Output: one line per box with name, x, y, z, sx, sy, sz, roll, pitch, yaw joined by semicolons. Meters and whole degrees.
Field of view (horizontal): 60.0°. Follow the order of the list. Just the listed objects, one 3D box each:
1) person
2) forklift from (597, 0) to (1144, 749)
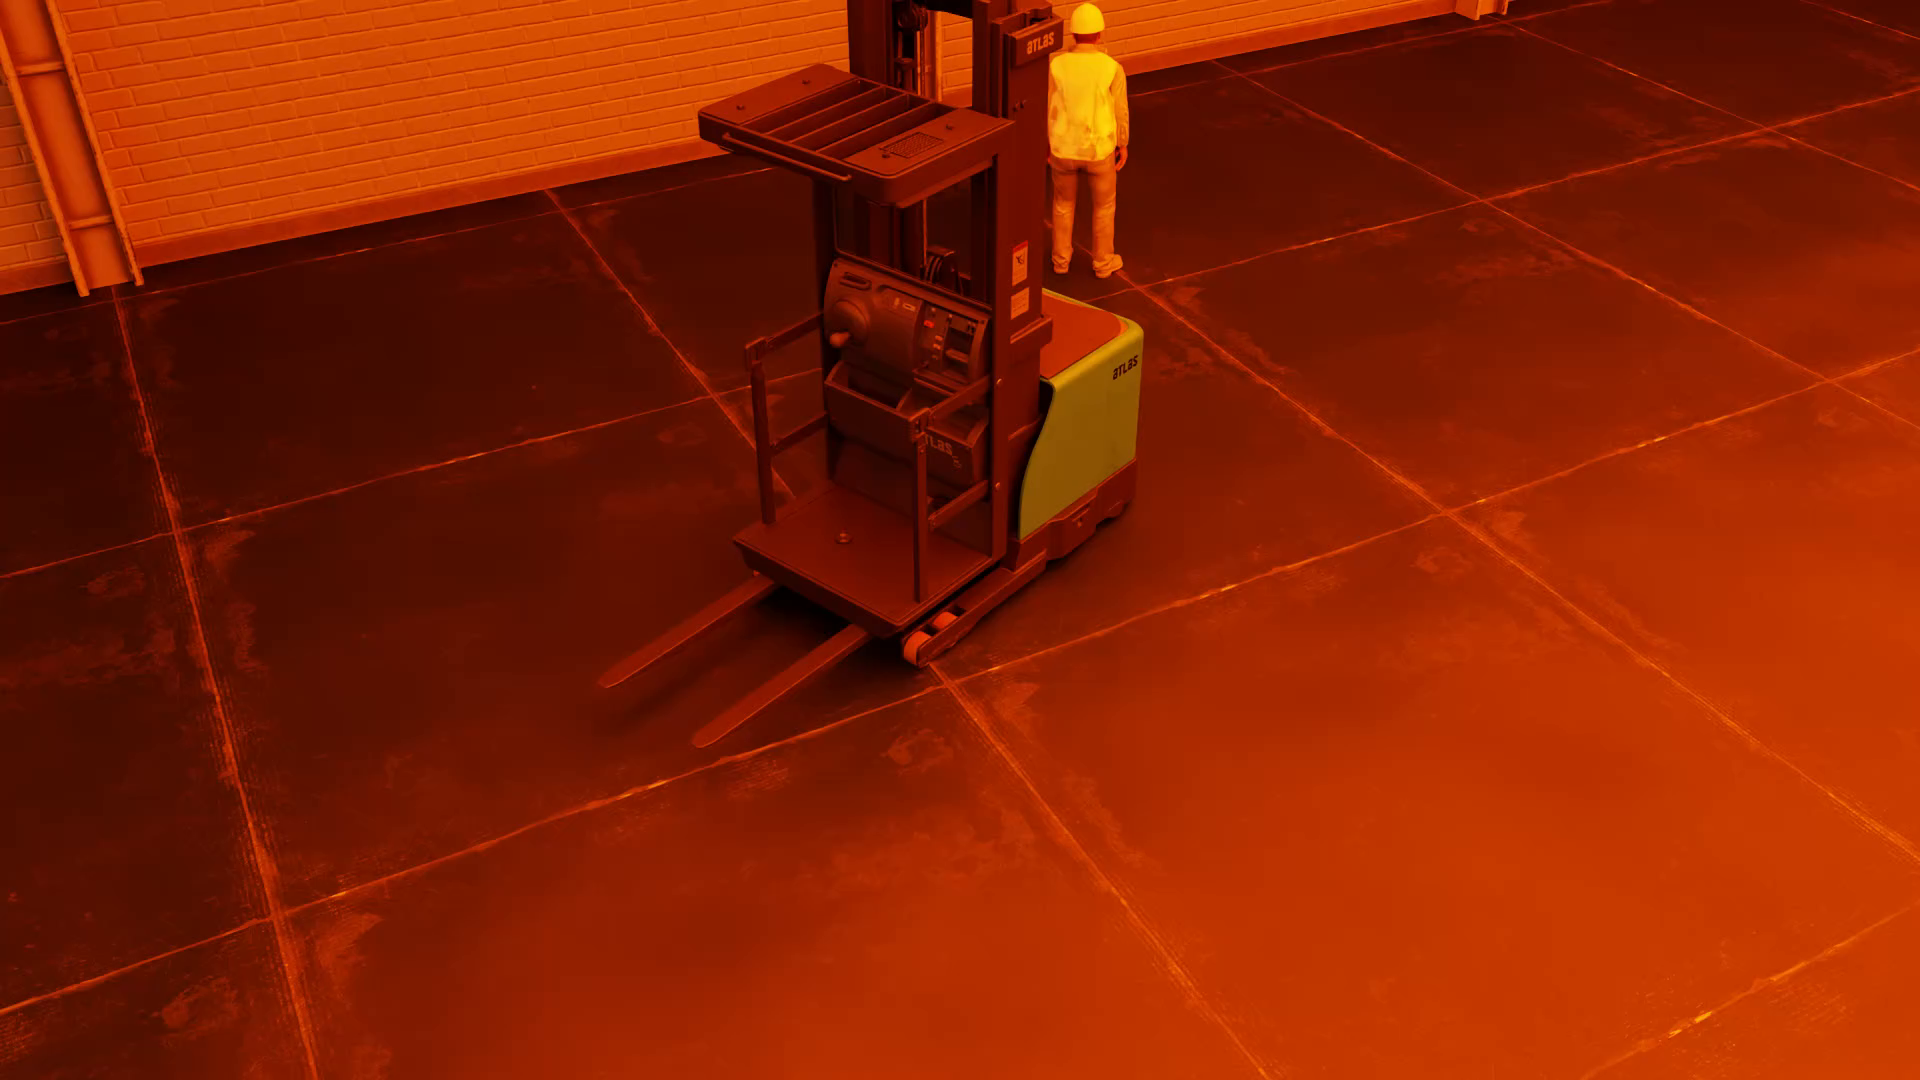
person;0.799;-2.555;10.745;0.580;1.769;0.466;8;36;11
forklift;-0.390;-0.927;7.434;1.130;2.935;3.031;26;43;31
